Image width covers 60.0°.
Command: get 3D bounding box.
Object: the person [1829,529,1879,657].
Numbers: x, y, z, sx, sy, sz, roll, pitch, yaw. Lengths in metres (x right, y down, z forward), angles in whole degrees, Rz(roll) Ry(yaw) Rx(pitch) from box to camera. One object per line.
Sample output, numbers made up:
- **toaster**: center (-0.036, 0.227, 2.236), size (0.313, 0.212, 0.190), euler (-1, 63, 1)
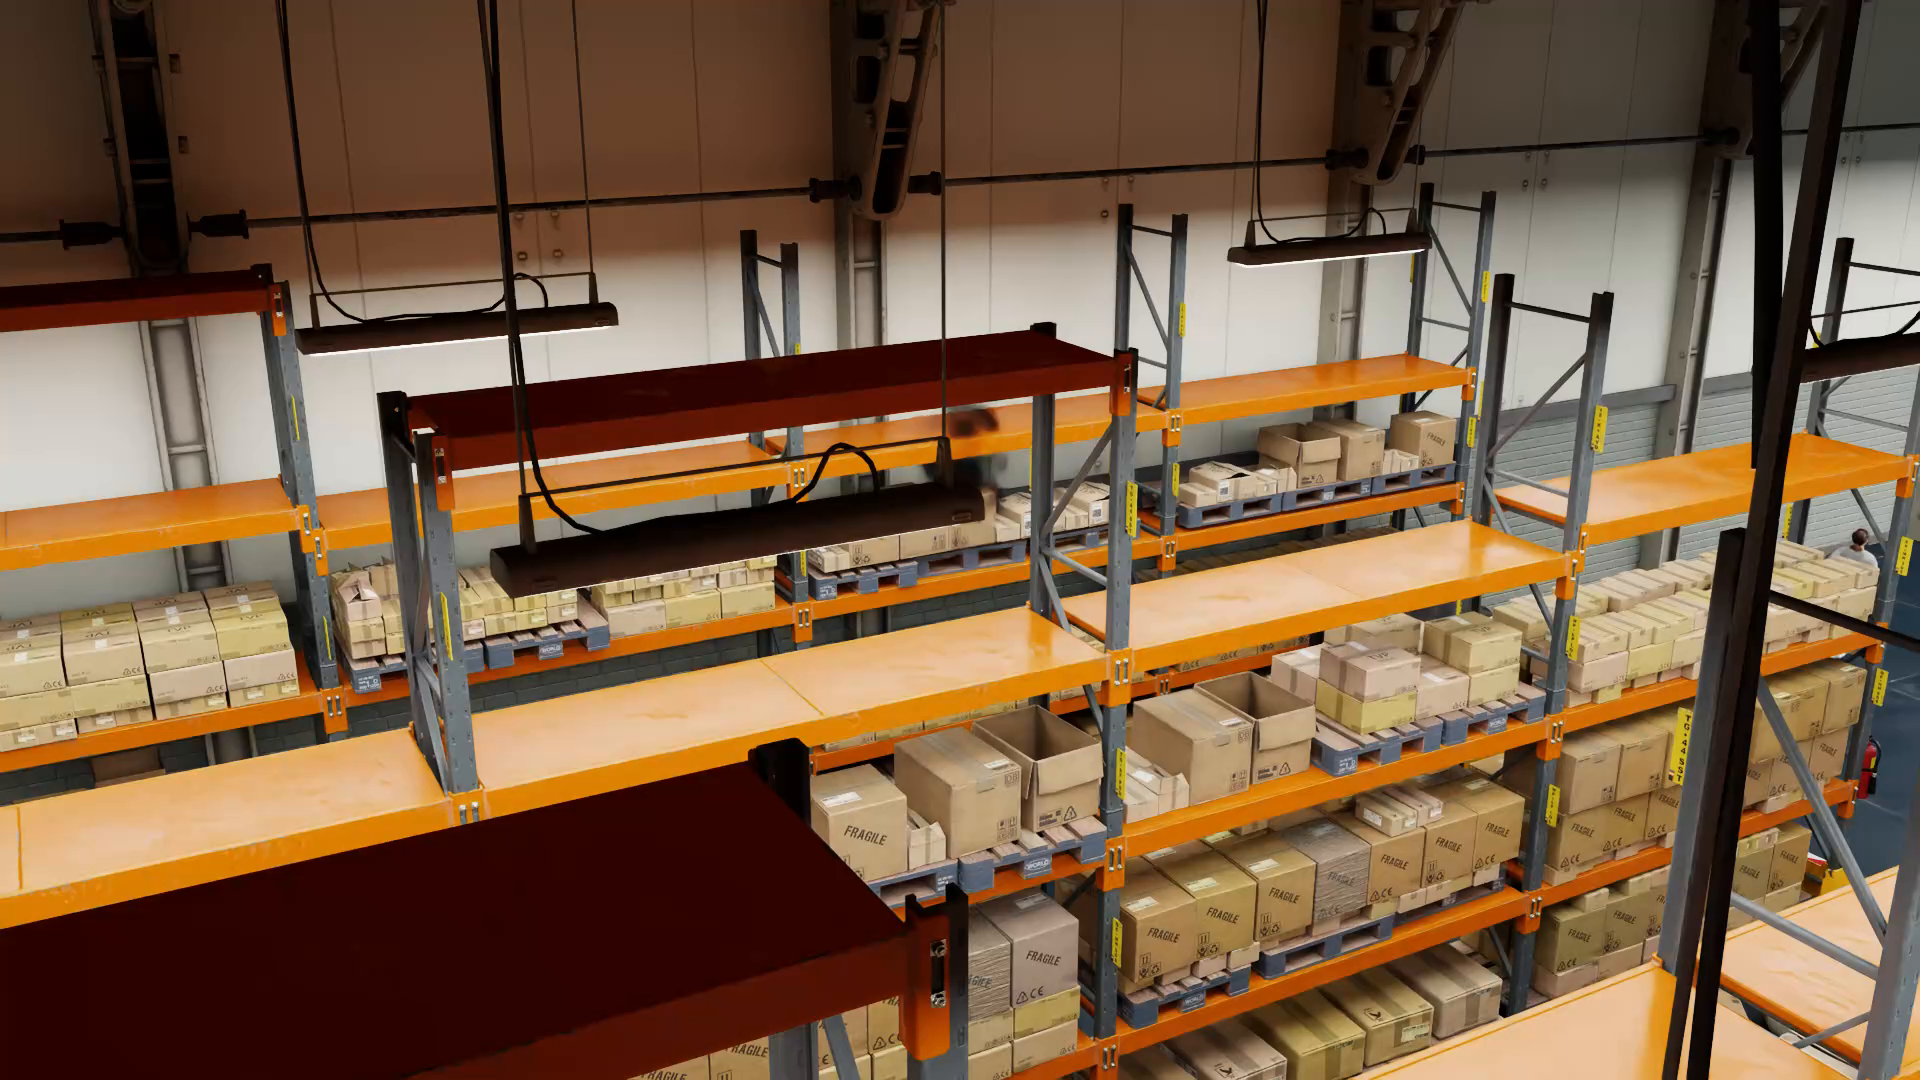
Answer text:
- **person**: center (11.153, 0.661, 20.867), size (0.721, 1.713, 0.547), euler (-14, 23, -36)
